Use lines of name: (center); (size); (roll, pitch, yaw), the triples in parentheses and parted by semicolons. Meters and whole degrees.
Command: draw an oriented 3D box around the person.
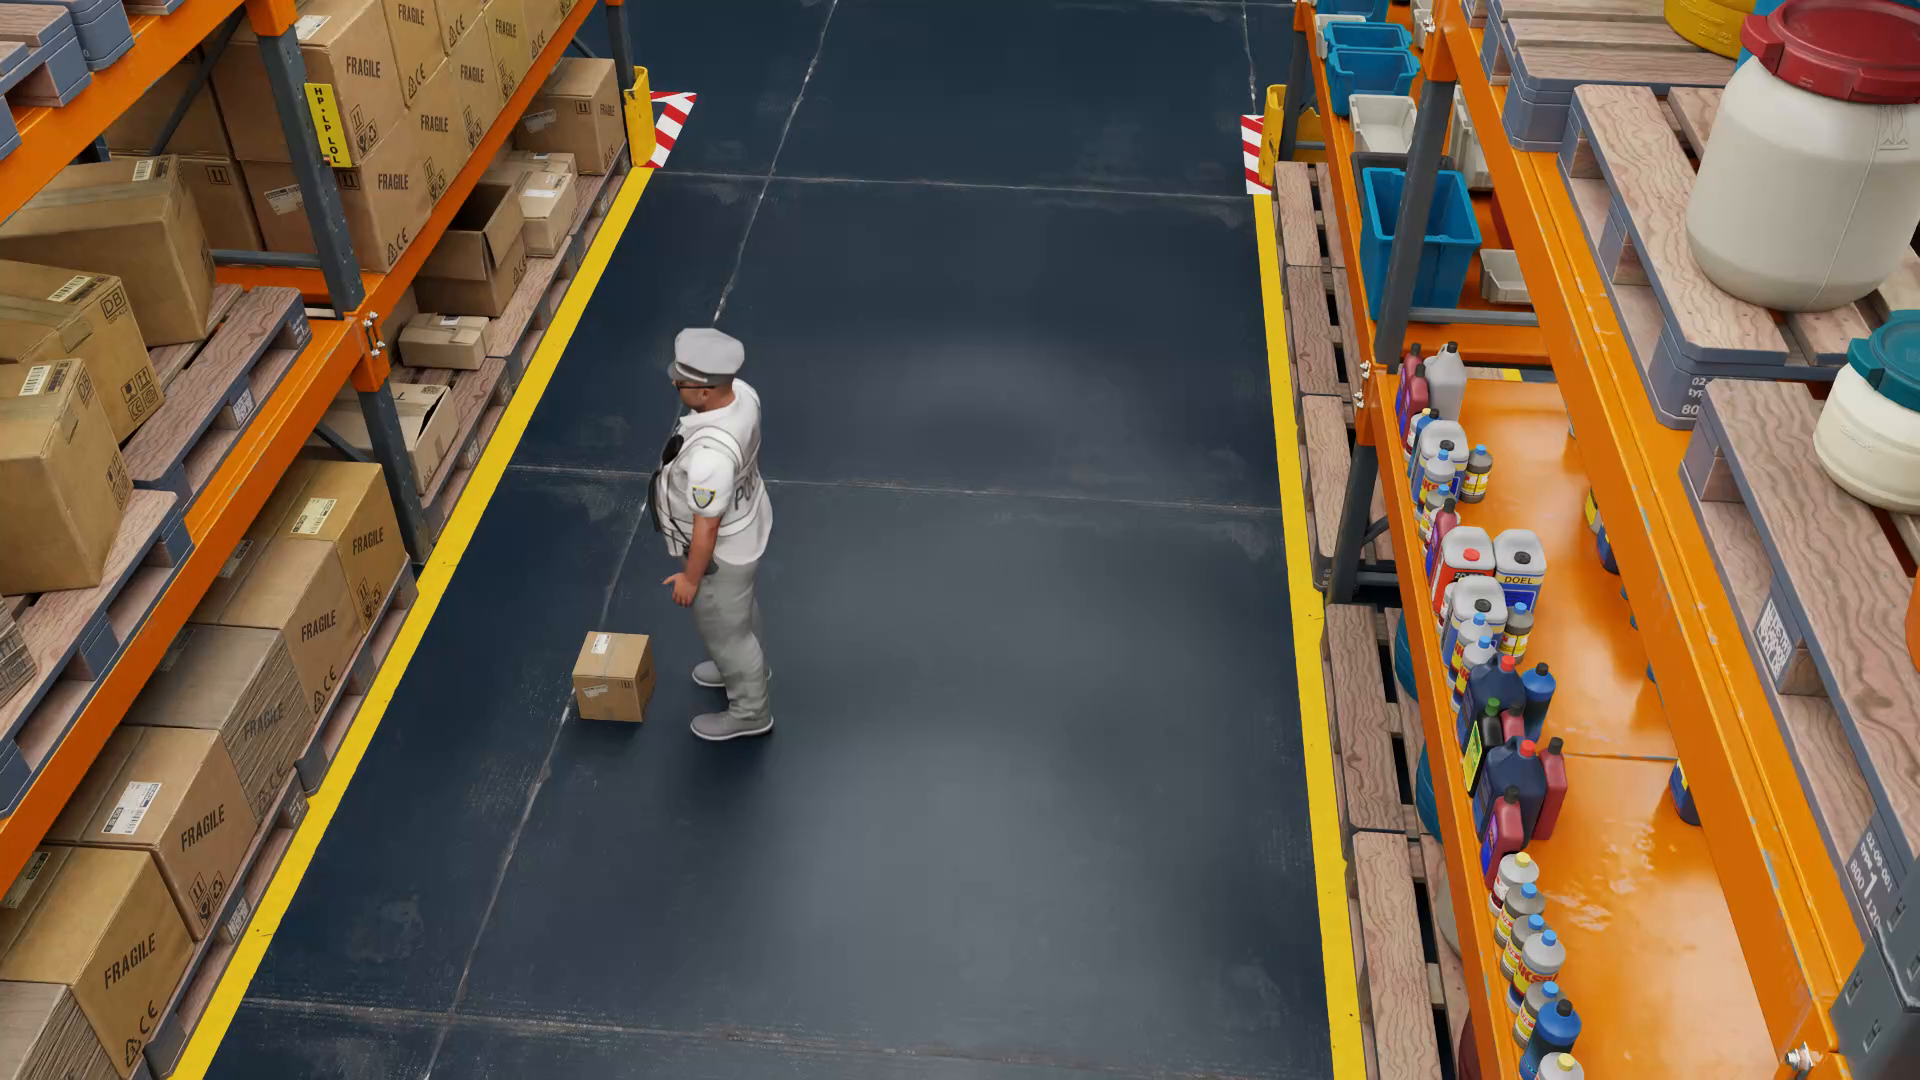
person: (-0.909, 0.001, 6.148); (0.416, 1.768, 0.542); (4, 40, 5)
